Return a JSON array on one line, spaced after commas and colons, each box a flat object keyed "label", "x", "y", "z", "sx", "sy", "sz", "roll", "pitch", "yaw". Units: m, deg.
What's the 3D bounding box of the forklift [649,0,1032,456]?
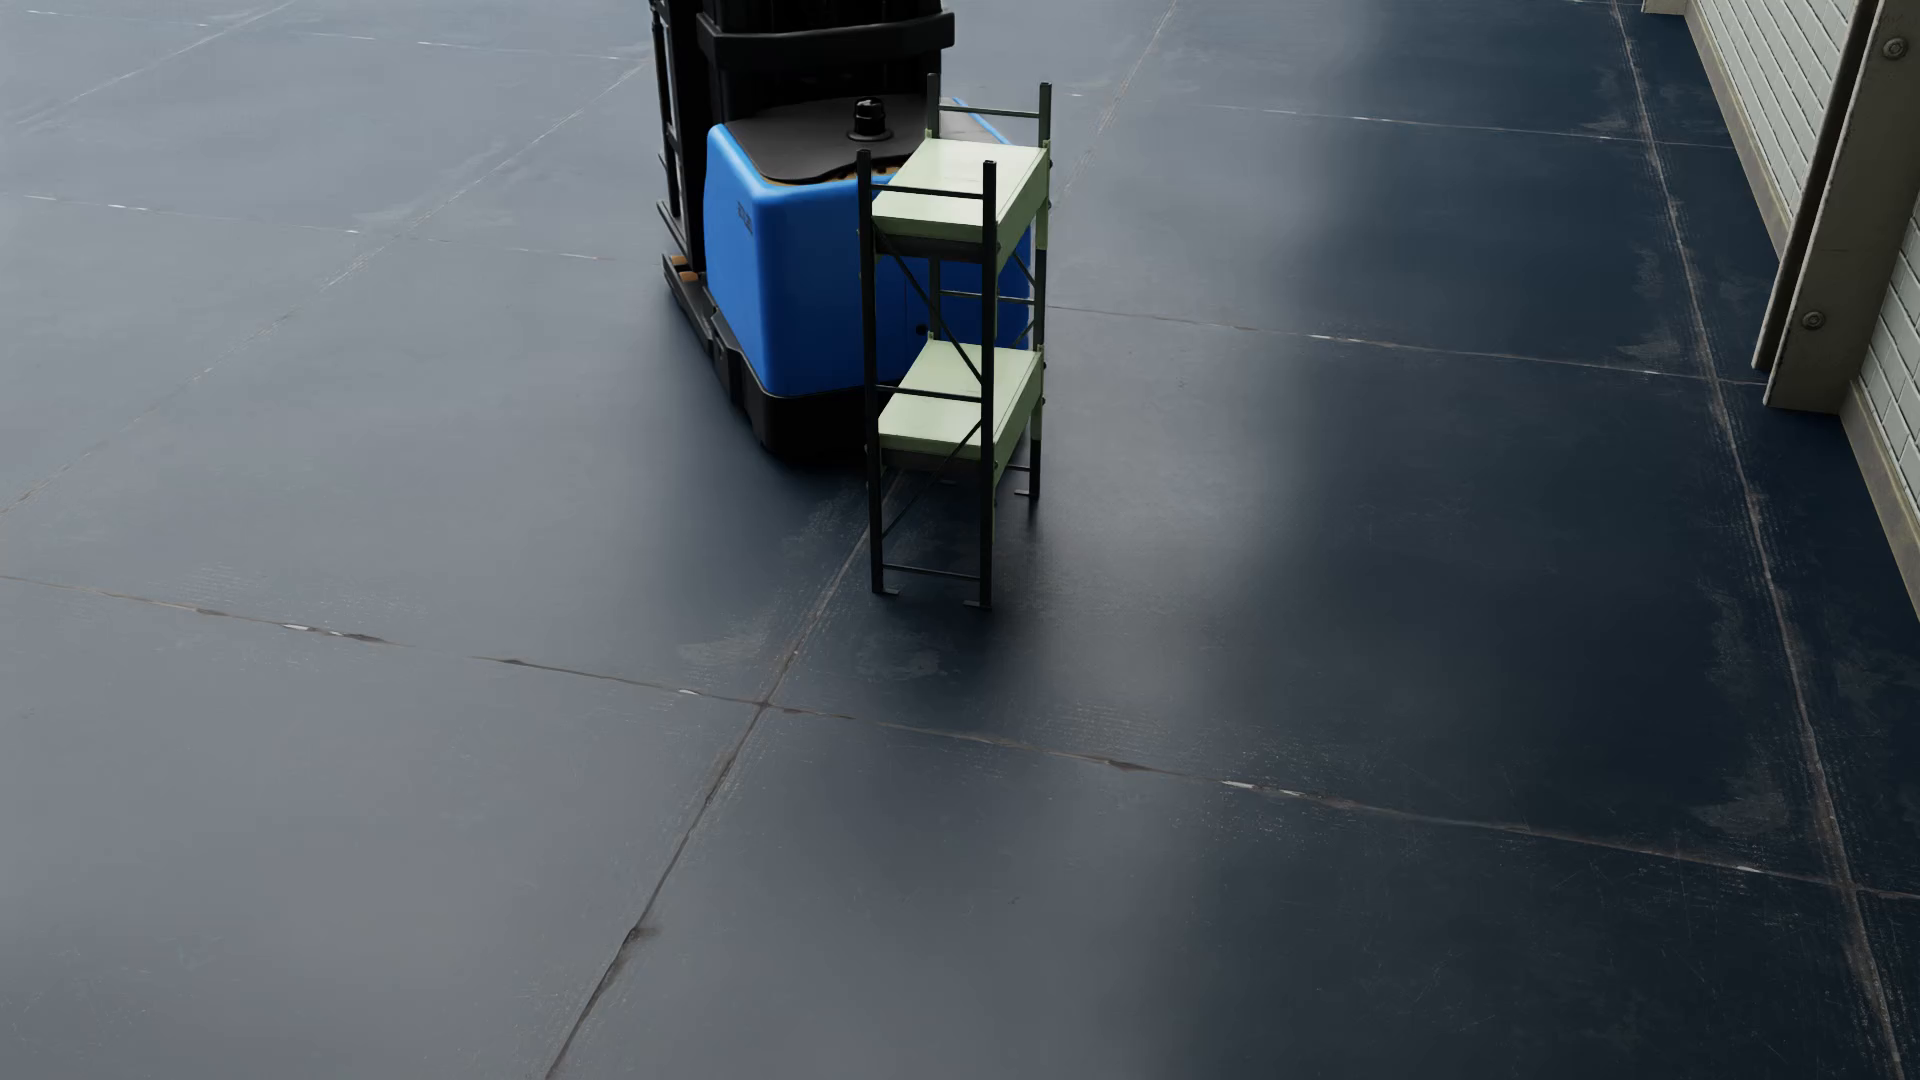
[{"label": "forklift", "x": -0.699, "y": -2.326, "z": 6.677, "sx": 1.130, "sy": 2.935, "sz": 3.031, "roll": -11, "pitch": 34, "yaw": -16}]

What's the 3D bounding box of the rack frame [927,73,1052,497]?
[{"label": "rack frame", "x": 0.091, "y": -0.819, "z": 5.641, "sx": 0.400, "sy": 1.500, "sz": 0.023, "roll": 8, "pitch": 33, "yaw": 12}]

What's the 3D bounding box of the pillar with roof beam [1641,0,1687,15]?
[{"label": "pillar with roof beam", "x": 0.745, "y": -8.110, "z": 10.119, "sx": 9.100, "sy": 9.000, "sz": 0.400, "roll": 8, "pitch": 33, "yaw": 12}]

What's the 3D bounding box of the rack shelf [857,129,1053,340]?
[{"label": "rack shelf", "x": -0.002, "y": -0.959, "z": 5.133, "sx": 0.431, "sy": 0.370, "sz": 0.720, "roll": 8, "pitch": 33, "yaw": 12}]

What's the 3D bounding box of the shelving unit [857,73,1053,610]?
[{"label": "shelving unit", "x": -0.002, "y": -0.629, "z": 5.342, "sx": 0.431, "sy": 1.500, "sz": 0.755, "roll": 8, "pitch": 33, "yaw": 12}]

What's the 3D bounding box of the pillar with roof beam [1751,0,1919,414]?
[{"label": "pillar with roof beam", "x": -0.778, "y": -4.996, "z": 5.221, "sx": 9.100, "sy": 9.000, "sz": 0.400, "roll": 8, "pitch": 33, "yaw": 12}]

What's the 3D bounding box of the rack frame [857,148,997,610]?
[{"label": "rack frame", "x": -0.095, "y": -0.440, "z": 5.043, "sx": 0.400, "sy": 1.500, "sz": 0.023, "roll": 8, "pitch": 33, "yaw": 12}]

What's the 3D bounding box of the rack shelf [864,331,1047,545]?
[{"label": "rack shelf", "x": -0.002, "y": -0.354, "z": 5.517, "sx": 0.431, "sy": 0.370, "sz": 0.720, "roll": 8, "pitch": 33, "yaw": 12}]
